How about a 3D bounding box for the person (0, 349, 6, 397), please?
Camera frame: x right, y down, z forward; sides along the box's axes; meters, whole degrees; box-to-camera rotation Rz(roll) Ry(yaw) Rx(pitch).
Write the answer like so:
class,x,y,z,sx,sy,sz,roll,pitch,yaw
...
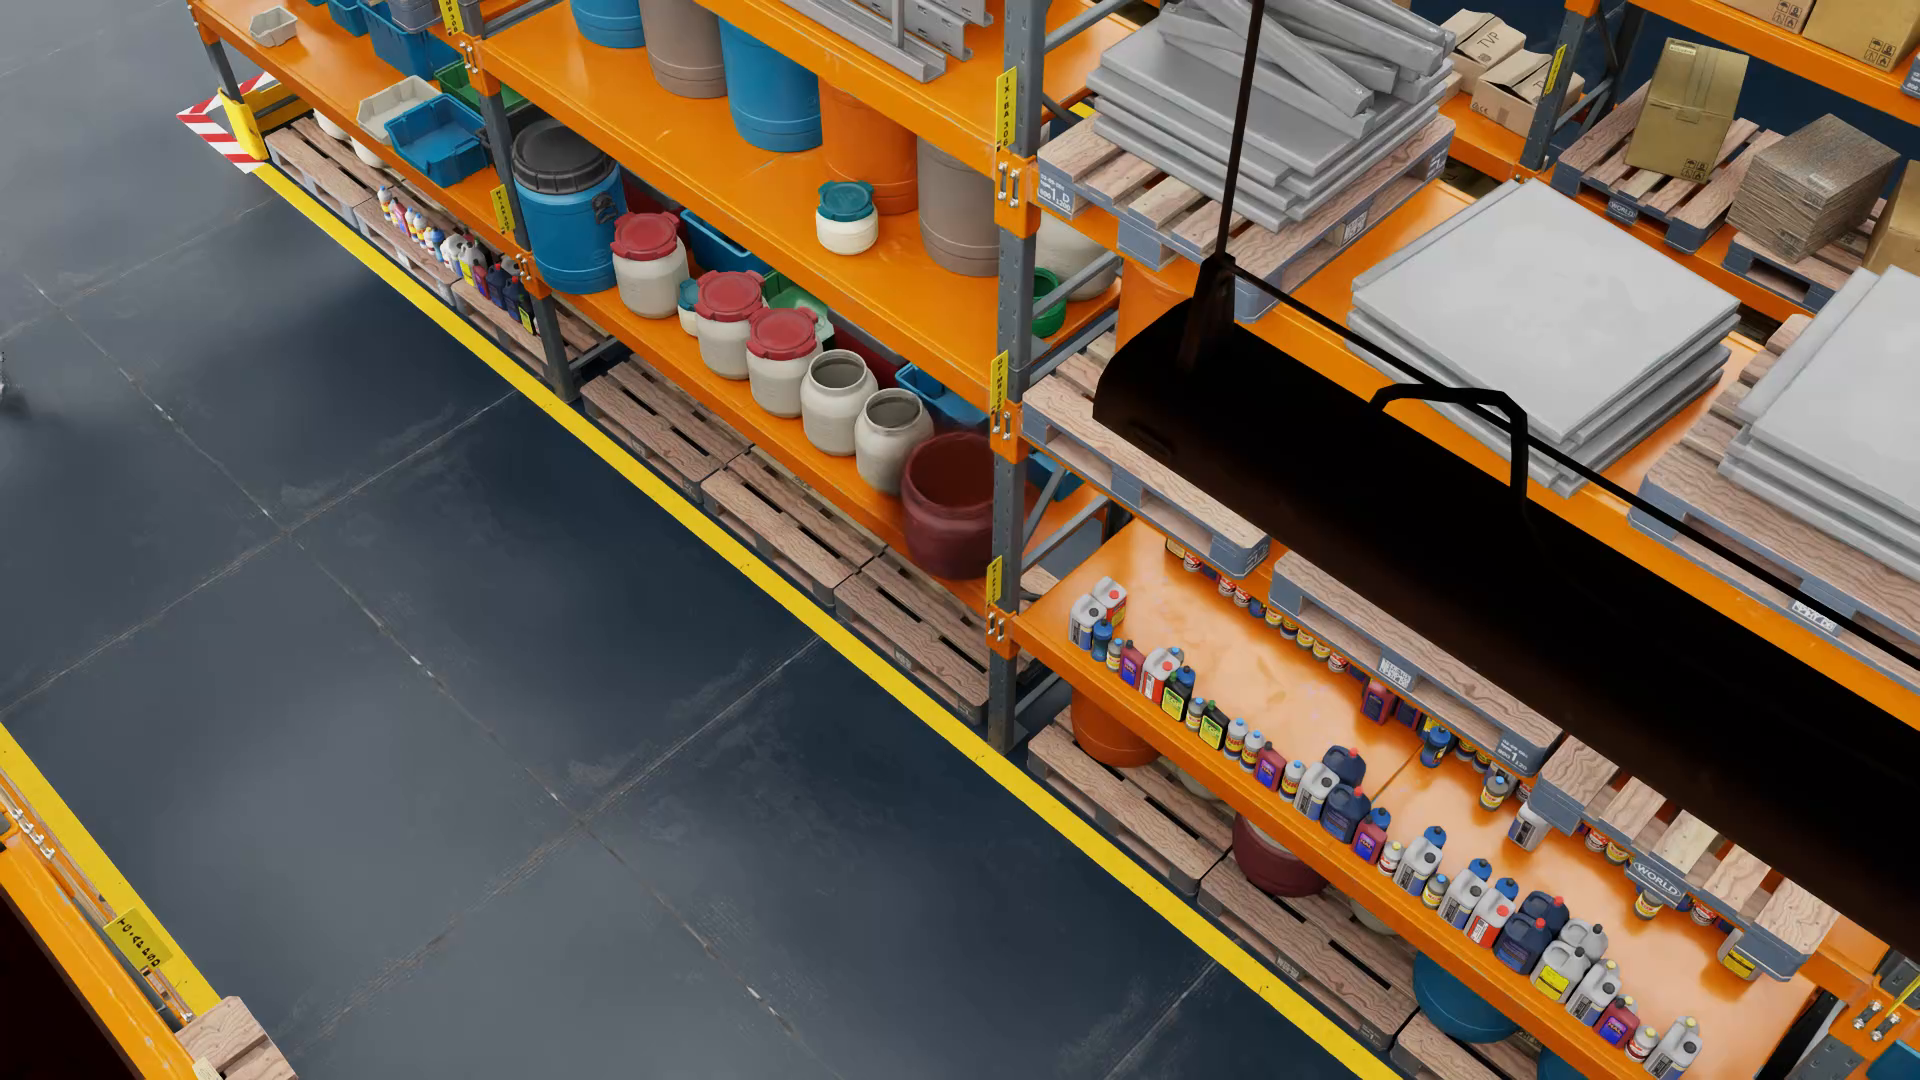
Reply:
class,x,y,z,sx,sy,sz,roll,pitch,yaw
person,-6.545,-1.635,10.670,0.566,1.678,0.790,-37,59,-27
